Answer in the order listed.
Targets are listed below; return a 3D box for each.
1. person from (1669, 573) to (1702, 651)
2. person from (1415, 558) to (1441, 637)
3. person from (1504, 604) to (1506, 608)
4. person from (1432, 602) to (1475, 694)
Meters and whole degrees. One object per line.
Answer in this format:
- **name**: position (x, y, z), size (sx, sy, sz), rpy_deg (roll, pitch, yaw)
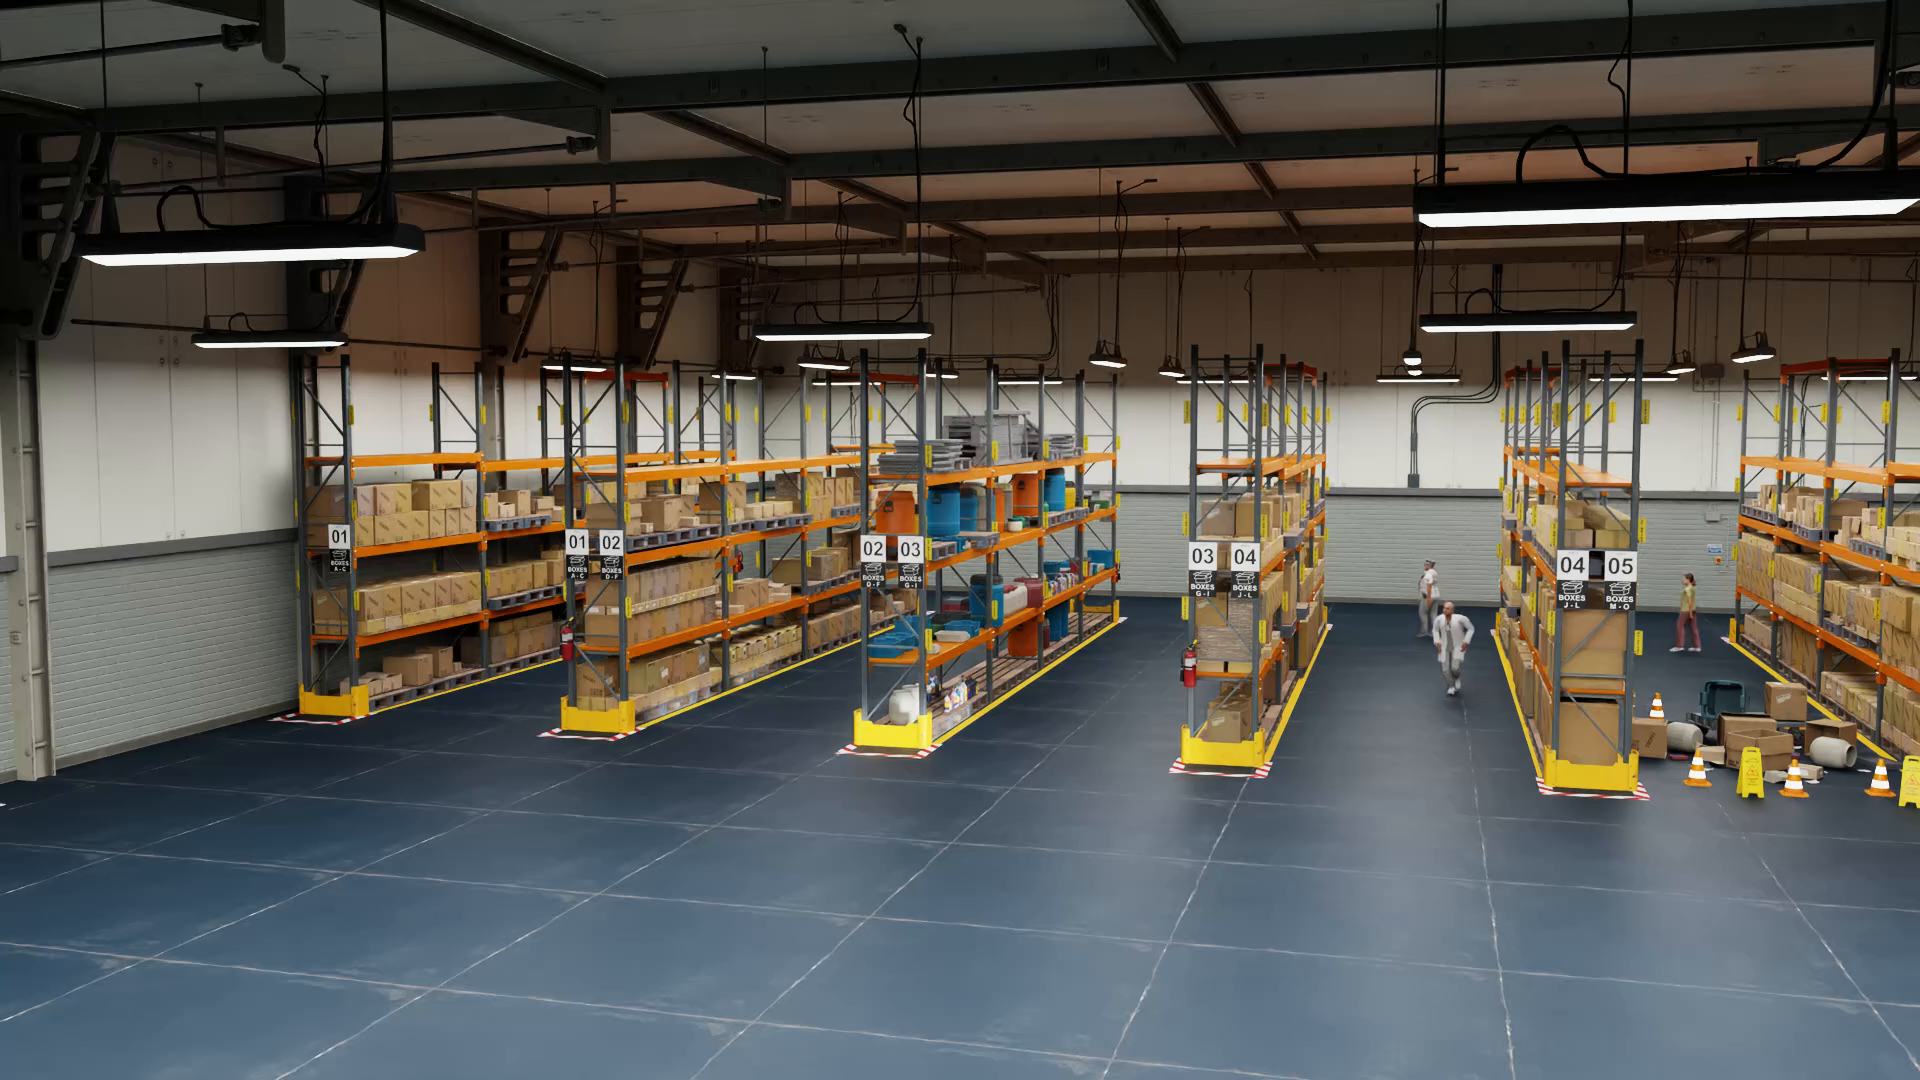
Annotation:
- **person**: position (15.384, 1.662, 35.195), size (0.437, 1.430, 0.670), rpy_deg (-3, 5, -37)
- **person**: position (10.611, 1.323, 37.619), size (0.586, 1.818, 0.584), rpy_deg (4, 6, 41)
- **person**: position (12.981, 1.248, 38.894), size (0.834, 1.647, 0.462), rpy_deg (0, 4, 3)
- **person**: position (8.849, 1.934, 29.828), size (0.752, 1.685, 0.636), rpy_deg (2, 5, 26)
